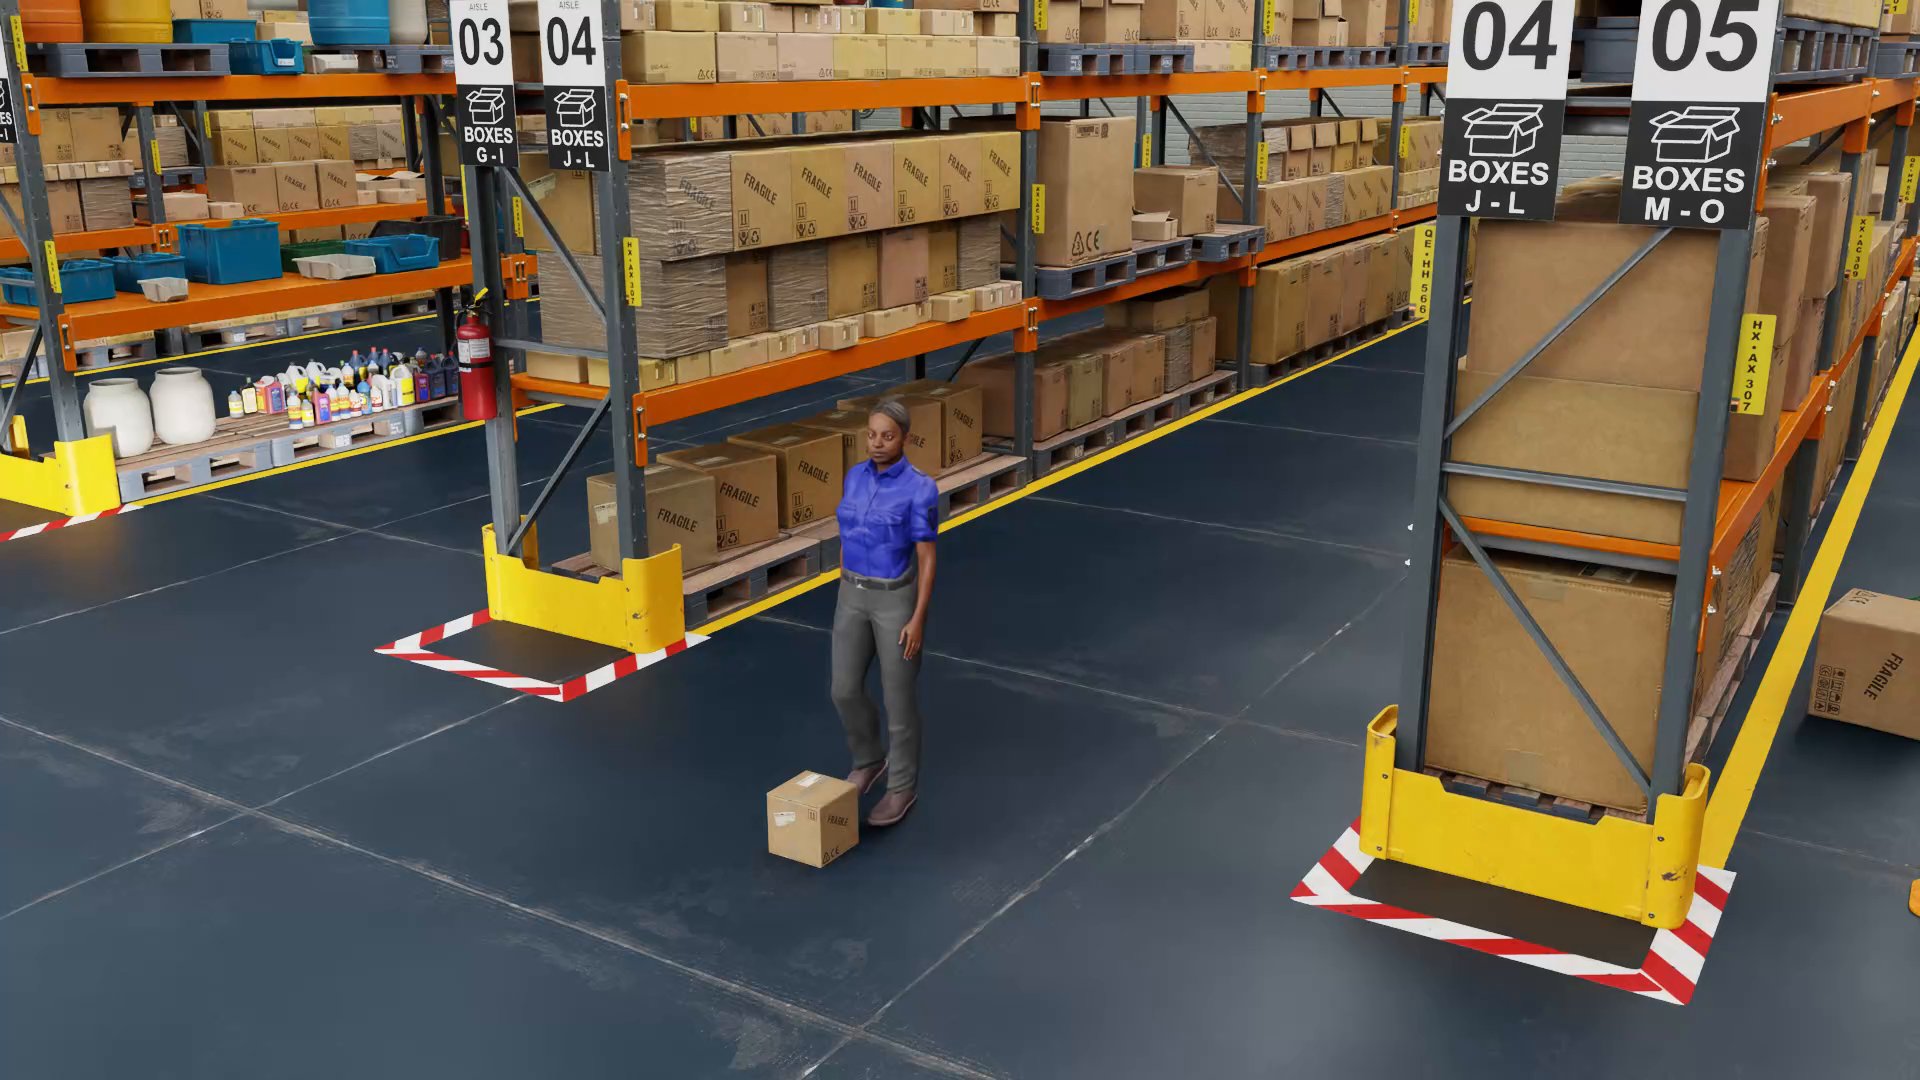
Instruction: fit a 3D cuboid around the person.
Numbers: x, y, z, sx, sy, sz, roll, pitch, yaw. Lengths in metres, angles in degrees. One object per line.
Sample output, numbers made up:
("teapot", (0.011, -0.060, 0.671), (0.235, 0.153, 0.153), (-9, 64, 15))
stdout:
("person", (-0.315, 0.307, 6.566), (0.475, 1.726, 0.410), (10, 19, 31))
